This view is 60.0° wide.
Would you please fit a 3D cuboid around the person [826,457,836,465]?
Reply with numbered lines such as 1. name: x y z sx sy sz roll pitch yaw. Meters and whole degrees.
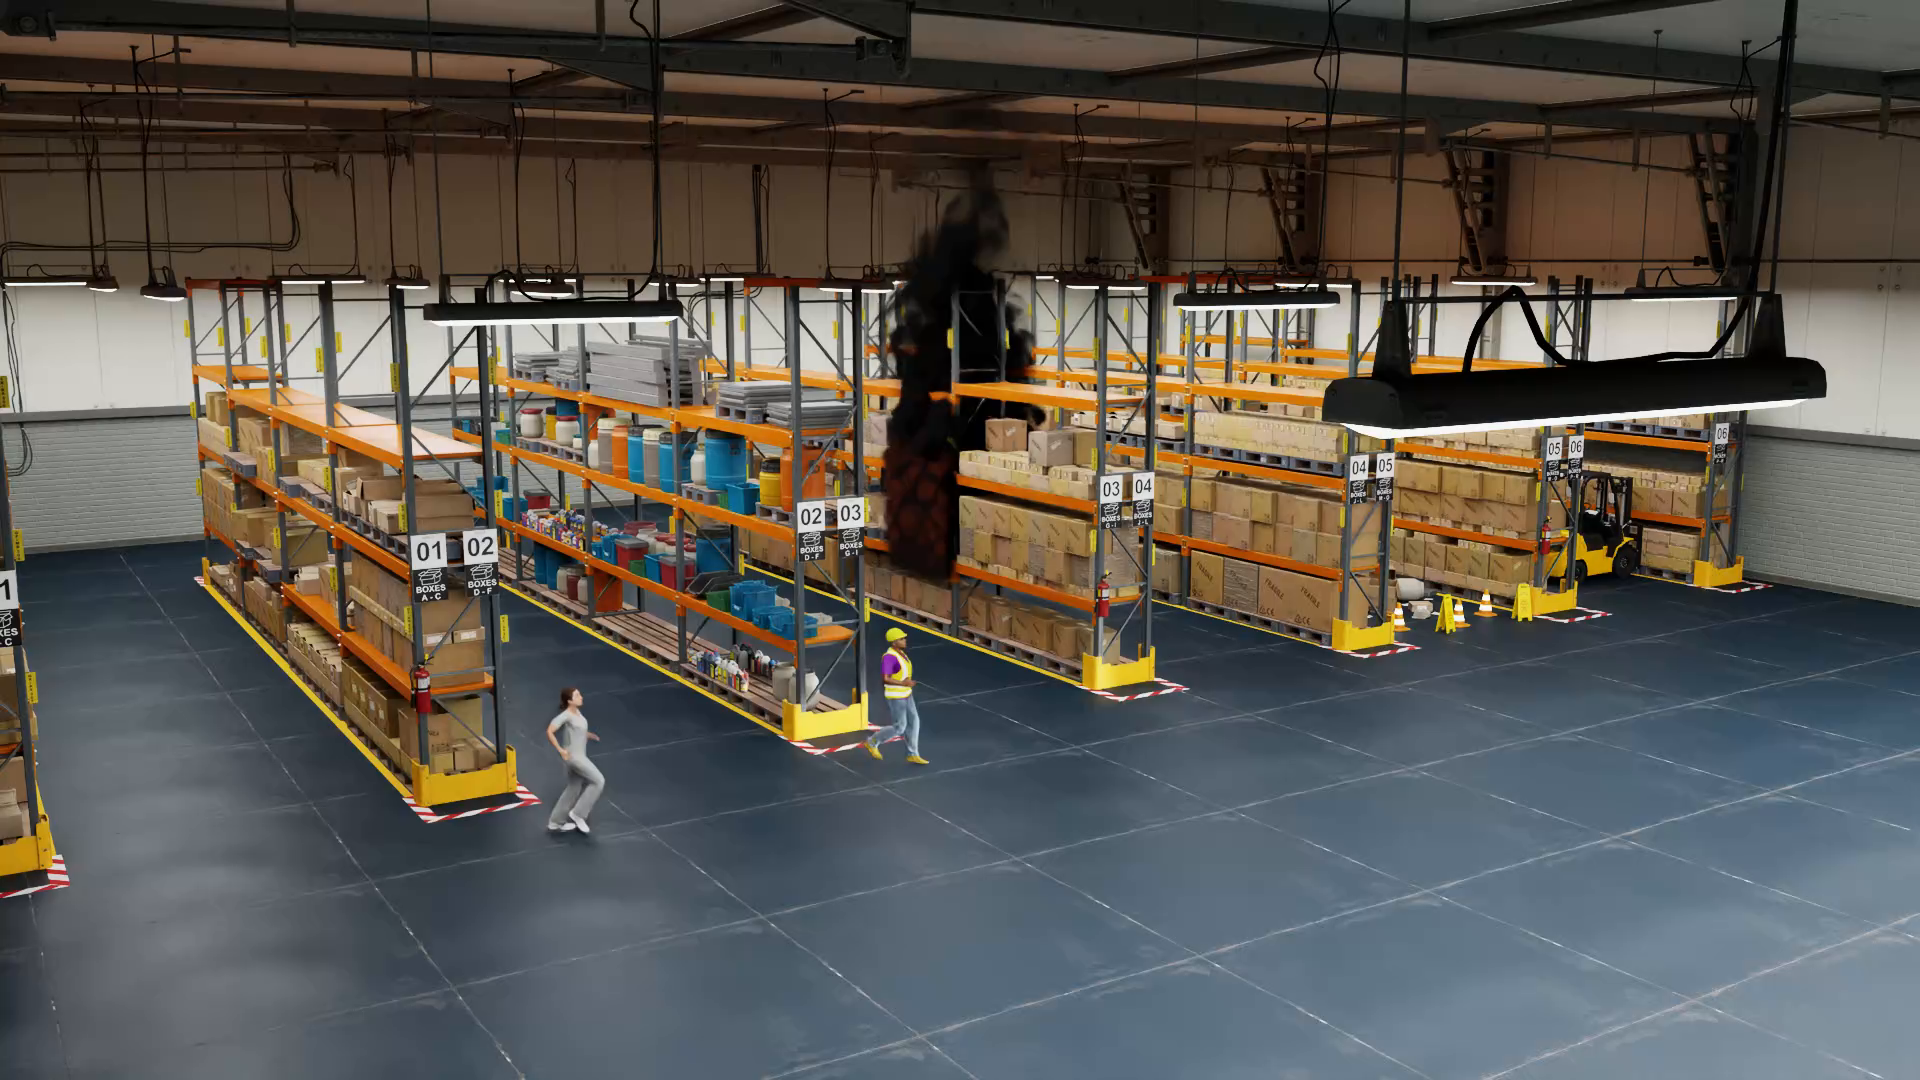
1. person: -3.110 -1.127 39.472 0.726 1.739 0.918 -1 10 -8

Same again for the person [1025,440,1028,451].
1. person: 1.708 -1.961 44.772 0.846 1.600 0.666 1 10 8

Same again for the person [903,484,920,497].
1. person: -1.320 -1.488 41.962 0.820 1.615 0.634 3 10 19

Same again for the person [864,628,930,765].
1. person: -0.803 1.986 20.979 0.822 1.780 0.701 2 10 13

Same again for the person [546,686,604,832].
1. person: -4.287 2.436 18.539 0.648 1.635 0.551 -1 10 -5
